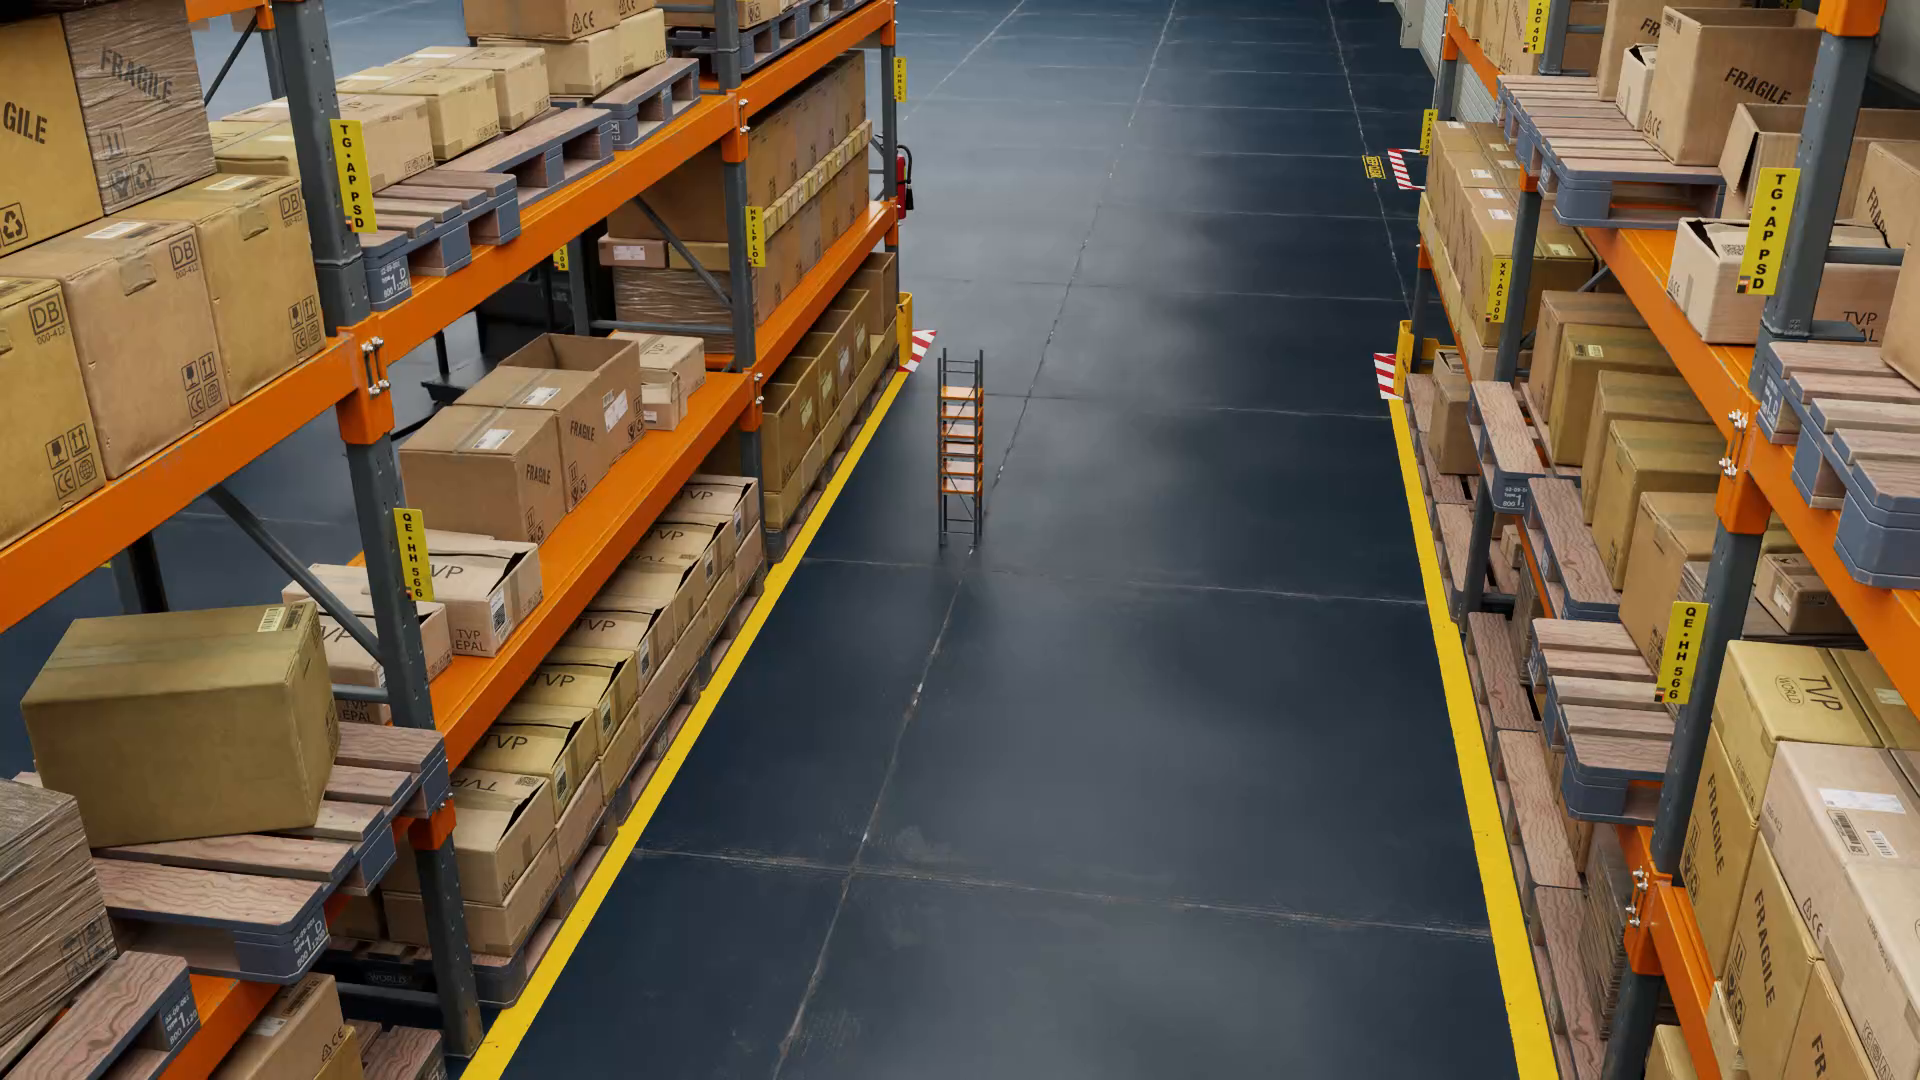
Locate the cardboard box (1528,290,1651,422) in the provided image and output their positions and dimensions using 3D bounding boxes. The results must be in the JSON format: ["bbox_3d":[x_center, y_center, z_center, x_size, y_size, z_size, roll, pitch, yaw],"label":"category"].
[{"bbox_3d":[3.135,-0.860,7.913,0.700,0.500,0.500,4,25,9],"label":"cardboard box"}]

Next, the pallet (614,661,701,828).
[{"bbox_3d":[-1.915,0.917,8.041,1.003,0.211,1.213,4,25,9],"label":"pallet"}]

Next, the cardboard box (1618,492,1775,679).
[{"bbox_3d":[2.730,0.169,5.714,0.700,0.500,0.500,2,25,4],"label":"cardboard box"}]

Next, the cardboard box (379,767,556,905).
[{"bbox_3d":[-1.914,1.107,6.433,0.500,0.311,0.500,5,26,10],"label":"cardboard box"}]

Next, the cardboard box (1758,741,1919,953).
[{"bbox_3d":[2.182,0.715,3.808,0.500,0.250,0.500,4,25,8],"label":"cardboard box"}]

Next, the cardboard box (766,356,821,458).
[{"bbox_3d":[-1.177,-0.835,10.358,0.500,0.500,0.500,4,25,9],"label":"cardboard box"}]

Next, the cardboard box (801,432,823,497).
[{"bbox_3d":[-1.174,-0.495,10.517,0.500,0.250,0.500,4,25,9],"label":"cardboard box"}]

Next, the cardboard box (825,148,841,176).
[{"bbox_3d":[-1.025,-2.576,11.331,0.380,0.149,0.250,5,26,10],"label":"cardboard box"}]

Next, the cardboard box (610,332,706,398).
[{"bbox_3d":[-1.673,-0.891,8.793,0.500,0.250,0.500,6,26,12],"label":"cardboard box"}]

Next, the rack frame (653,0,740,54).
[{"bbox_3d":[-1.636,-3.885,7.935,1.000,3.000,0.127,4,25,9],"label":"rack frame"}]

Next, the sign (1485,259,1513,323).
[{"bbox_3d":[2.715,-1.253,8.367,0.100,0.325,0.005,4,25,9],"label":"sign"}]

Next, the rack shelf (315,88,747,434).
[{"bbox_3d":[-1.963,-1.364,6.937,1.077,0.370,4.000,4,25,9],"label":"rack shelf"}]

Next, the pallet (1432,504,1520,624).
[{"bbox_3d":[3.327,0.153,9.674,1.003,0.211,1.213,4,25,9],"label":"pallet"}]

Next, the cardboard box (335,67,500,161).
[{"bbox_3d":[-2.098,-1.629,6.334,0.500,0.250,0.500,4,25,7],"label":"cardboard box"}]

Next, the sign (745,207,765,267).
[{"bbox_3d":[-1.099,-1.623,8.907,0.100,0.325,0.005,4,25,9],"label":"sign"}]

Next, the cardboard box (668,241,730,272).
[{"bbox_3d":[-1.401,-1.606,9.260,0.380,0.149,0.250,4,25,8],"label":"cardboard box"}]

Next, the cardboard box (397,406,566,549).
[{"bbox_3d":[-2.031,-0.243,7.114,0.500,0.500,0.500,3,25,6],"label":"cardboard box"}]

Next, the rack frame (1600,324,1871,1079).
[{"bbox_3d":[2.598,0.846,4.903,1.000,3.000,0.127,4,25,9],"label":"rack frame"}]

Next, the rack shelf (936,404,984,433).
[{"bbox_3d":[0.002,-0.727,9.926,0.258,0.103,0.180,4,25,9],"label":"rack shelf"}]

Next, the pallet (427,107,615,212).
[{"bbox_3d":[-2.087,-1.526,6.657,1.003,0.211,1.213,5,26,11],"label":"pallet"}]

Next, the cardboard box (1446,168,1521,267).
[{"bbox_3d":[3.277,-1.963,10.174,0.500,0.500,0.500,5,26,10],"label":"cardboard box"}]

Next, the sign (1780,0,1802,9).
[{"bbox_3d":[3.800,-2.561,7.569,0.100,0.325,0.005,4,25,9],"label":"sign"}]

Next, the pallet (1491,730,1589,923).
[{"bbox_3d":[2.929,1.274,7.279,1.003,0.211,1.213,4,25,9],"label":"pallet"}]

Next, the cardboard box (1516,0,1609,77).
[{"bbox_3d":[3.091,-2.469,8.306,0.500,0.500,0.500,5,25,10],"label":"cardboard box"}]

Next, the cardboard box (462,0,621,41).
[{"bbox_3d":[-1.846,-2.494,7.298,0.500,0.500,0.500,6,26,14],"label":"cardboard box"}]

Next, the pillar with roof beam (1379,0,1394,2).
[{"bbox_3d":[4.320,-15.200,32.108,9.100,9.000,0.400,4,25,9],"label":"pillar with roof beam"}]

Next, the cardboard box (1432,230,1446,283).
[{"bbox_3d":[3.353,-1.828,10.770,0.500,0.250,0.500,4,25,8],"label":"cardboard box"}]

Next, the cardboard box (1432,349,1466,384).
[{"bbox_3d":[3.704,-1.198,11.923,0.500,0.311,0.500,1,25,3],"label":"cardboard box"}]

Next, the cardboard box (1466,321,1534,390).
[{"bbox_3d":[3.030,-0.987,8.973,0.500,0.250,0.500,4,25,9],"label":"cardboard box"}]

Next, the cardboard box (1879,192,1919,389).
[{"bbox_3d":[2.577,-0.554,3.719,0.700,0.500,0.500,2,25,4],"label":"cardboard box"}]

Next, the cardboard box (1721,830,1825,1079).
[{"bbox_3d":[2.171,1.061,3.952,0.500,0.500,0.500,5,26,10],"label":"cardboard box"}]

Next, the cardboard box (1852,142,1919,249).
[{"bbox_3d":[2.943,-0.852,4.851,0.500,0.500,0.500,4,25,9],"label":"cardboard box"}]

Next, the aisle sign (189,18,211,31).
[{"bbox_3d":[-6.146,-4.414,13.074,0.394,0.787,0.004,4,25,9],"label":"aisle sign"}]

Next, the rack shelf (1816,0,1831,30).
[{"bbox_3d":[2.925,-2.200,5.656,1.077,0.370,4.000,4,25,9],"label":"rack shelf"}]

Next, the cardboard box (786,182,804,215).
[{"bbox_3d":[-1.194,-2.145,10.412,0.380,0.149,0.250,3,25,7],"label":"cardboard box"}]

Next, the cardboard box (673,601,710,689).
[{"bbox_3d":[-1.585,0.506,8.379,0.500,0.250,0.500,5,25,10],"label":"cardboard box"}]

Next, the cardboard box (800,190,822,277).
[{"bbox_3d":[-1.321,-2.044,10.961,0.700,0.500,0.500,5,26,10],"label":"cardboard box"}]

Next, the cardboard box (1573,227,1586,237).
[{"bbox_3d":[3.623,-1.505,9.197,0.500,0.500,0.500,4,25,8],"label":"cardboard box"}]

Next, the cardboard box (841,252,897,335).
[{"bbox_3d":[-0.776,-1.881,12.593,0.500,0.500,0.500,4,25,9],"label":"cardboard box"}]

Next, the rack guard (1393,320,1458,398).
[{"bbox_3d":[3.893,-1.336,12.513,1.175,0.500,0.348,4,25,9],"label":"rack guard"}]

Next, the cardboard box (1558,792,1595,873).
[{"bbox_3d":[2.917,1.057,6.882,0.700,0.500,0.500,4,25,8],"label":"cardboard box"}]

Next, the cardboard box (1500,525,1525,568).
[{"bbox_3d":[3.310,0.032,9.467,0.380,0.166,0.250,1,25,2],"label":"cardboard box"}]

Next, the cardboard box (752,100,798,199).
[{"bbox_3d":[-1.406,-2.408,10.208,0.700,0.500,0.500,4,25,8],"label":"cardboard box"}]

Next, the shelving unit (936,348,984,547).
[{"bbox_3d":[0.002,-0.549,10.009,0.258,1.200,0.189,4,25,9],"label":"shelving unit"}]

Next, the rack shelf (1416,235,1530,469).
[{"bbox_3d":[3.579,-1.337,10.417,1.077,0.370,4.000,4,25,9],"label":"rack shelf"}]

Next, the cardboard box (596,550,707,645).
[{"bbox_3d":[-1.582,0.249,8.267,0.500,0.311,0.500,4,25,8],"label":"cardboard box"}]

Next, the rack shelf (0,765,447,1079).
[{"bbox_3d":[-2.616,1.667,3.999,1.077,0.370,4.000,4,25,9],"label":"rack shelf"}]

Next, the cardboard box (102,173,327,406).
[{"bbox_3d":[-2.328,-0.714,4.581,0.910,0.500,0.500,4,25,9],"label":"cardboard box"}]

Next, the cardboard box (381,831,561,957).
[{"bbox_3d":[-1.914,1.361,6.552,0.500,0.250,0.500,4,25,8],"label":"cardboard box"}]

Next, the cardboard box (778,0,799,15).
[{"bbox_3d":[-1.205,-3.158,9.365,0.500,0.311,0.500,3,25,6],"label":"cardboard box"}]

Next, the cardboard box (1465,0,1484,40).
[{"bbox_3d":[3.400,-3.350,10.189,0.500,0.500,0.500,5,26,11],"label":"cardboard box"}]

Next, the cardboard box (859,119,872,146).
[{"bbox_3d":[-0.857,-3.007,12.253,0.380,0.149,0.250,4,25,8],"label":"cardboard box"}]

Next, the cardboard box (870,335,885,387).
[{"bbox_3d":[-0.848,-1.331,12.304,0.500,0.250,0.500,4,25,9],"label":"cardboard box"}]

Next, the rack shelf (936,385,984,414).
[{"bbox_3d":[0.002,-0.835,9.875,0.258,0.103,0.180,4,25,9],"label":"rack shelf"}]

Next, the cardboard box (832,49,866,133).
[{"bbox_3d":[-1.080,-3.257,12.023,0.700,0.500,0.500,4,25,9],"label":"cardboard box"}]

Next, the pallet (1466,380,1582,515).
[{"bbox_3d":[2.983,-0.430,7.857,1.003,0.211,1.213,4,25,9],"label":"pallet"}]

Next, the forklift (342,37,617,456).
[{"bbox_3d":[-3.152,-2.221,11.537,1.130,2.935,3.031,11,27,21],"label":"forklift"}]

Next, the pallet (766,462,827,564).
[{"bbox_3d":[-1.465,-0.235,10.503,1.003,0.211,1.213,4,25,9],"label":"pallet"}]
